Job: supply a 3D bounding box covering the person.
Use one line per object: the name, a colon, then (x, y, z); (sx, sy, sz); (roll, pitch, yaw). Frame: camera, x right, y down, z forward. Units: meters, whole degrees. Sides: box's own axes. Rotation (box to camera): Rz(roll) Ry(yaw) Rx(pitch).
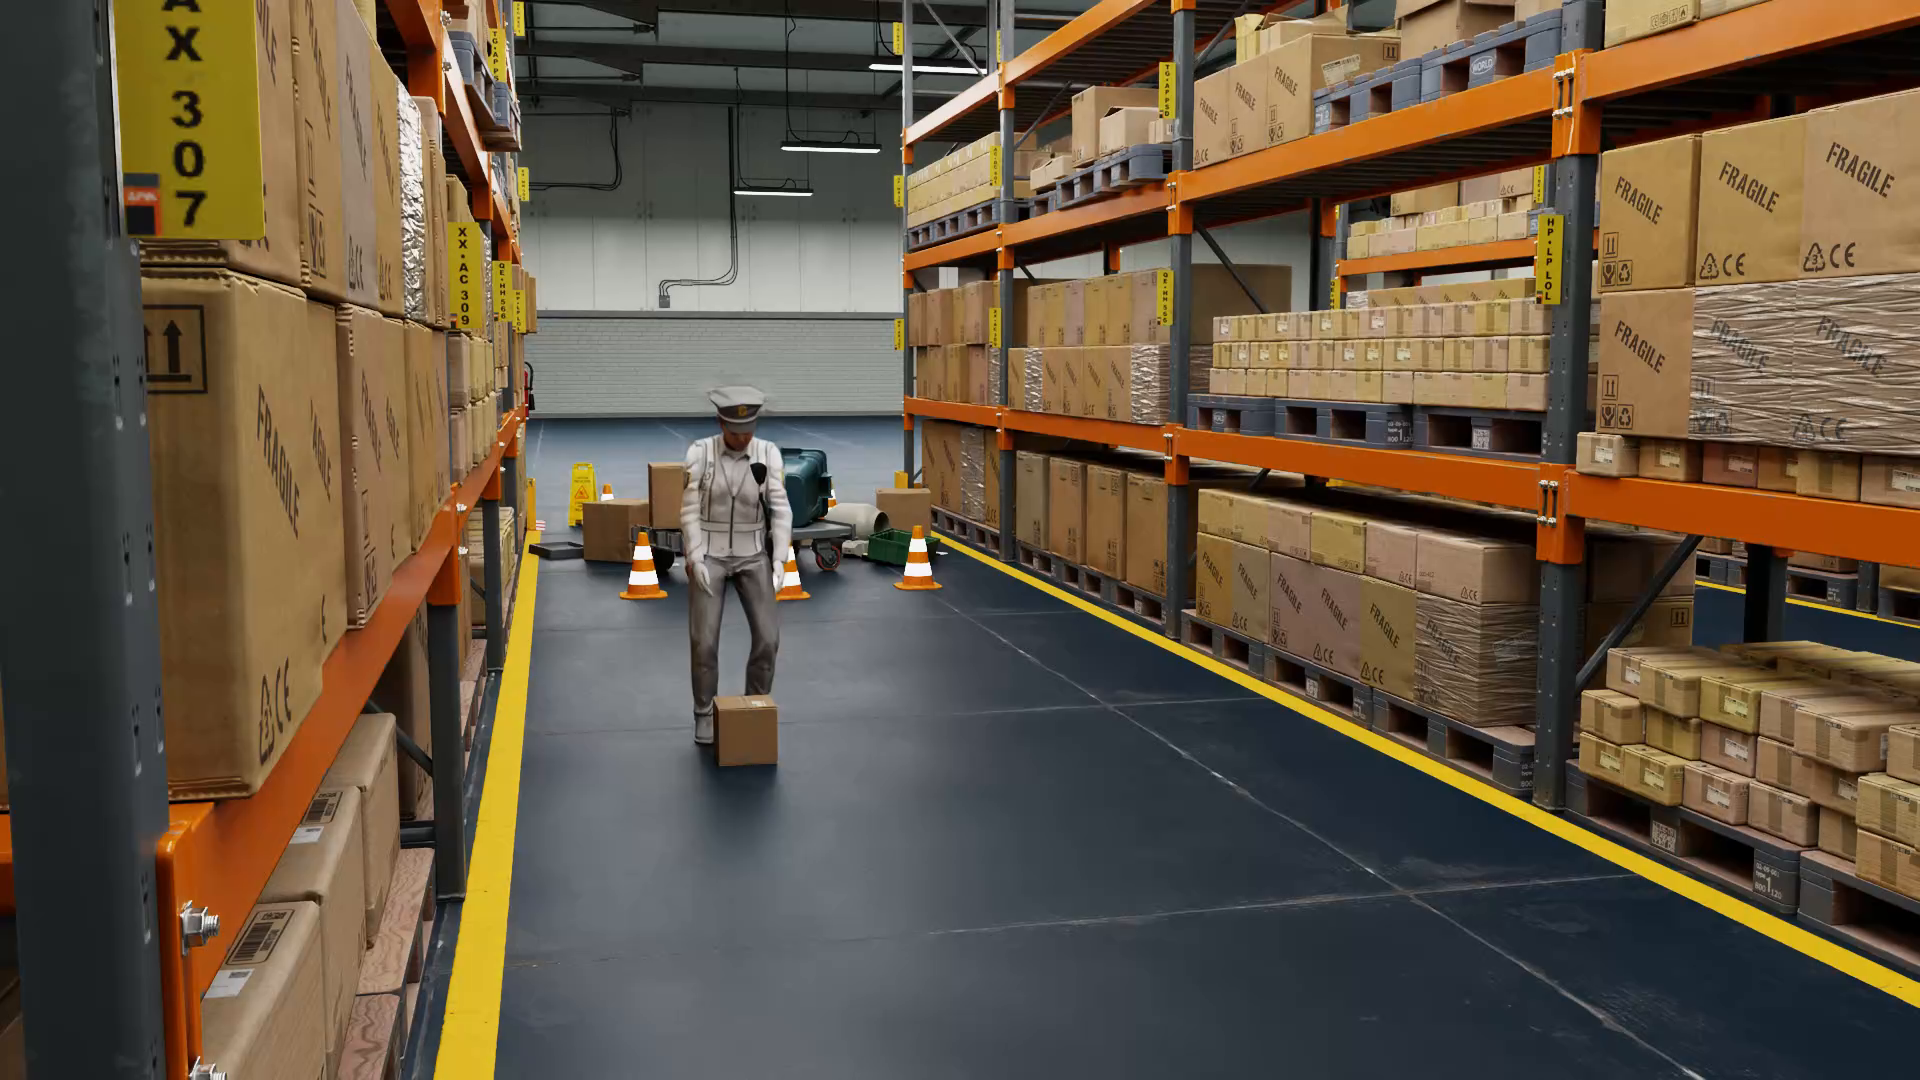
person: (-1.004, 0.111, 7.501); (0.508, 1.603, 0.485); (-1, 6, -12)
